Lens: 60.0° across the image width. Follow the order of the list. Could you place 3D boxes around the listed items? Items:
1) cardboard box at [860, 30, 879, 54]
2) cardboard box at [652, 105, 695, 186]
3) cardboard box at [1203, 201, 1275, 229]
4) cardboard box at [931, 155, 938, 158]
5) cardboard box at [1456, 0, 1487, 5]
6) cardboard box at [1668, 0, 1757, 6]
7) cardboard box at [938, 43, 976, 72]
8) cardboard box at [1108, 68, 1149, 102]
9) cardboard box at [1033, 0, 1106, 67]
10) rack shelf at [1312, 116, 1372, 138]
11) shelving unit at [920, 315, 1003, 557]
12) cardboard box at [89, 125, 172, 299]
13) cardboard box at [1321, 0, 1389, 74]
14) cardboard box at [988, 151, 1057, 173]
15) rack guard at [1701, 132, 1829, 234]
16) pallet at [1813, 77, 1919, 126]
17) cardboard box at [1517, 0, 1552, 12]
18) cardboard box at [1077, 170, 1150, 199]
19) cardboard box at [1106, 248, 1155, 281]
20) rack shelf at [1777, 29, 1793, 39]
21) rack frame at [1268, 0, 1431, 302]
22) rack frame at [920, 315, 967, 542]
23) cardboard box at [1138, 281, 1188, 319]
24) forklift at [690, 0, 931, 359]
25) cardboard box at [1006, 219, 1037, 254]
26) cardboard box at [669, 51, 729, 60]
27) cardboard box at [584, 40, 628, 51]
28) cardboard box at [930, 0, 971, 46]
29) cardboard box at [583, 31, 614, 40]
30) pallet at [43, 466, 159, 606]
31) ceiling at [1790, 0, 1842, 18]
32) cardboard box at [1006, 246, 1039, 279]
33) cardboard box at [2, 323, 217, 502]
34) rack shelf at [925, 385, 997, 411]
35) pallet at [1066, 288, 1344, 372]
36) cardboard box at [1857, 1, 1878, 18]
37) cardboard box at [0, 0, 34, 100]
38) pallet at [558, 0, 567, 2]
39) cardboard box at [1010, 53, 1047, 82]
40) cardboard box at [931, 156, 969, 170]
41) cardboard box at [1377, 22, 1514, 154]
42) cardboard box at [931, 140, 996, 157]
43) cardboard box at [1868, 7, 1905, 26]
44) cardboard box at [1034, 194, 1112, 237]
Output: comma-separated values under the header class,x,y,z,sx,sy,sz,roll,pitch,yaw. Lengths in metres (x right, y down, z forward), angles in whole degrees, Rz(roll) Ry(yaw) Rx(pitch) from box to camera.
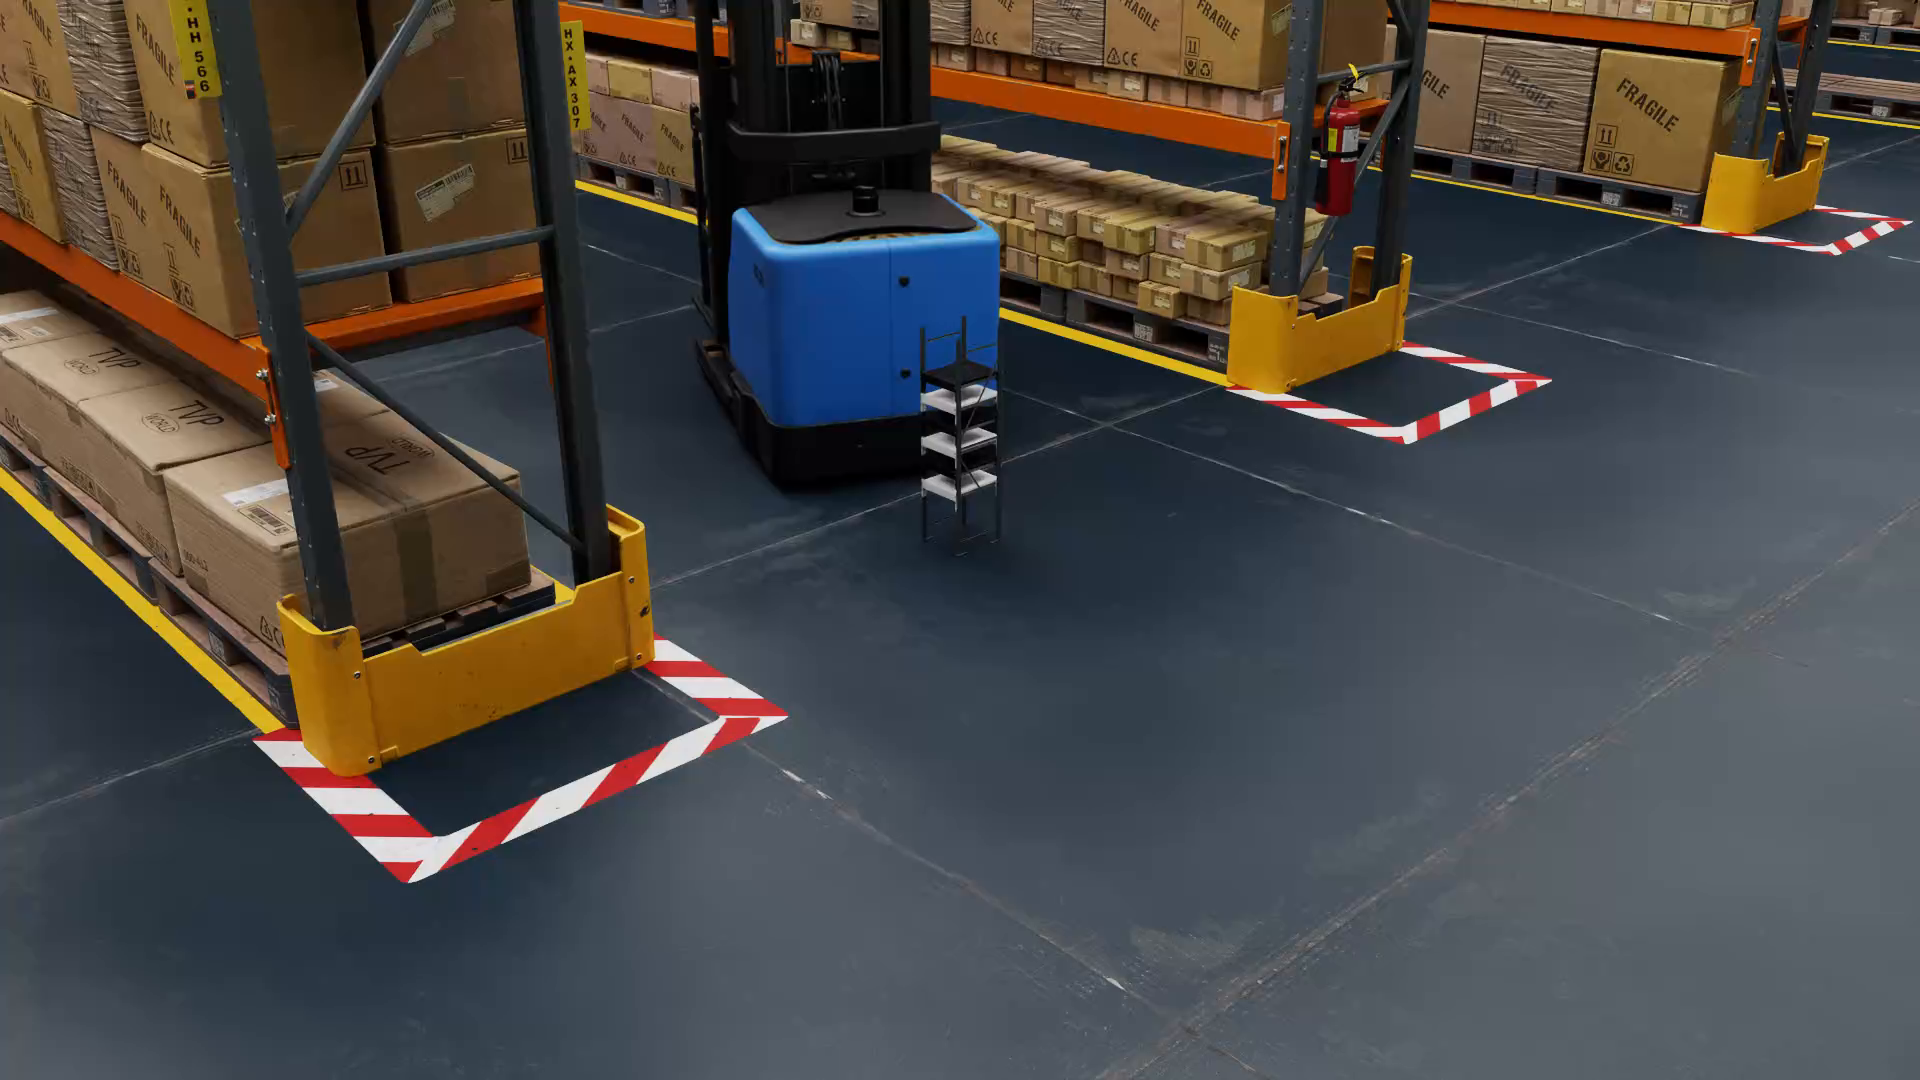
class,x,y,z,sx,sy,sz,roll,pitch,yaw
cardboard box,-0.388,-3.075,10.178,0.250,0.149,0.380,22,33,39
cardboard box,-1.834,-2.853,11.895,0.500,0.500,0.500,-22,33,-40
cardboard box,1.553,-1.748,9.180,0.380,0.149,0.250,-21,32,-38
cardboard box,-0.356,-2.329,10.454,0.392,0.149,0.269,-20,31,-37
cardboard box,3.921,-4.097,12.419,0.380,0.149,0.250,-22,33,-40
cardboard box,5.104,-3.794,11.274,0.500,0.250,0.500,-22,32,-39
cardboard box,0.096,-2.812,9.604,0.380,0.149,0.250,-20,31,-36
cardboard box,0.994,-2.411,8.725,0.380,0.149,0.250,-20,31,-37
cardboard box,0.743,-2.831,8.863,0.500,0.500,0.500,-21,32,-38
rack shelf,0.573,-2.622,9.579,0.831,0.071,3.687,-21,32,-38
shelving unit,-1.090,-4.804,12.405,8.426,4.047,12.137,-21,32,-38
cardboard box,-2.459,-1.117,5.463,0.500,0.500,0.500,-22,33,-39
cardboard box,1.835,-2.674,8.518,0.500,0.500,0.500,-19,31,-36
cardboard box,0.391,-2.325,10.445,0.250,0.149,0.380,22,32,39
rack guard,5.646,-2.511,11.651,1.175,0.500,0.348,-21,32,-38
pallet,0.626,-1.559,9.913,21.016,0.211,3.492,-21,32,-38
cardboard box,4.269,-3.943,12.081,0.380,0.149,0.250,-21,32,-38
cardboard box,0.916,-2.092,9.933,0.380,0.149,0.250,-21,32,-38
cardboard box,1.014,-1.544,9.091,0.250,0.149,0.380,22,33,40
rack shelf,4.262,-3.999,12.596,0.831,0.071,3.687,-21,32,-38
rack frame,1.940,-2.279,8.131,1.000,3.000,0.127,-21,32,-38
rack frame,-0.064,-0.438,6.625,0.240,0.900,0.006,-21,32,-38
cardboard box,1.178,-1.322,8.963,0.380,0.149,0.250,-20,31,-37
forklift,-3.636,-2.661,6.309,7.407,5.209,9.711,-8,26,-16
cardboard box,0.489,-1.780,9.609,0.380,0.149,0.250,-19,31,-36
cardboard box,-1.818,-3.501,12.412,0.500,0.250,0.500,-20,31,-37
cardboard box,-2.887,-3.666,12.775,0.500,0.250,0.500,-22,32,-39
cardboard box,0.022,-3.139,9.538,0.500,0.500,0.500,-22,33,-39
cardboard box,-2.869,-3.965,13.429,0.500,0.250,0.500,-22,33,-40
pallet,-3.038,-0.165,6.857,1.003,0.211,1.213,-21,32,-38
ceiling,10.258,-6.465,20.016,0.500,0.311,0.500,-21,32,-38
cardboard box,0.490,-1.646,9.673,0.380,0.149,0.250,-20,32,-37
cardboard box,-3.375,-0.589,7.009,0.875,0.438,0.875,-22,33,-40
rack shelf,-1.086,-5.083,12.288,8.407,3.443,12.128,-21,32,-38
pallet,1.358,-1.289,9.322,1.003,0.211,1.213,-21,32,-38
cardboard box,11.026,-6.391,20.049,0.380,0.149,0.250,-21,32,-38
cardboard box,-3.164,-1.876,5.924,0.500,0.500,0.500,-22,32,-39
pallet,-2.963,-4.430,13.077,1.213,0.211,1.003,-21,32,-38
cardboard box,0.501,-2.674,9.300,0.380,0.149,0.250,-21,32,-38
cardboard box,-0.161,-2.257,10.295,0.380,0.149,0.250,-22,33,-40
cardboard box,3.903,-3.596,13.073,0.875,0.875,0.875,-21,32,-38
cardboard box,0.018,-2.482,10.788,0.380,0.149,0.250,-22,32,-39
cardboard box,10.857,-6.140,19.478,0.380,0.166,0.250,-21,32,-38
cardboard box,0.638,-1.829,9.357,0.380,0.149,0.250,-20,31,-37
